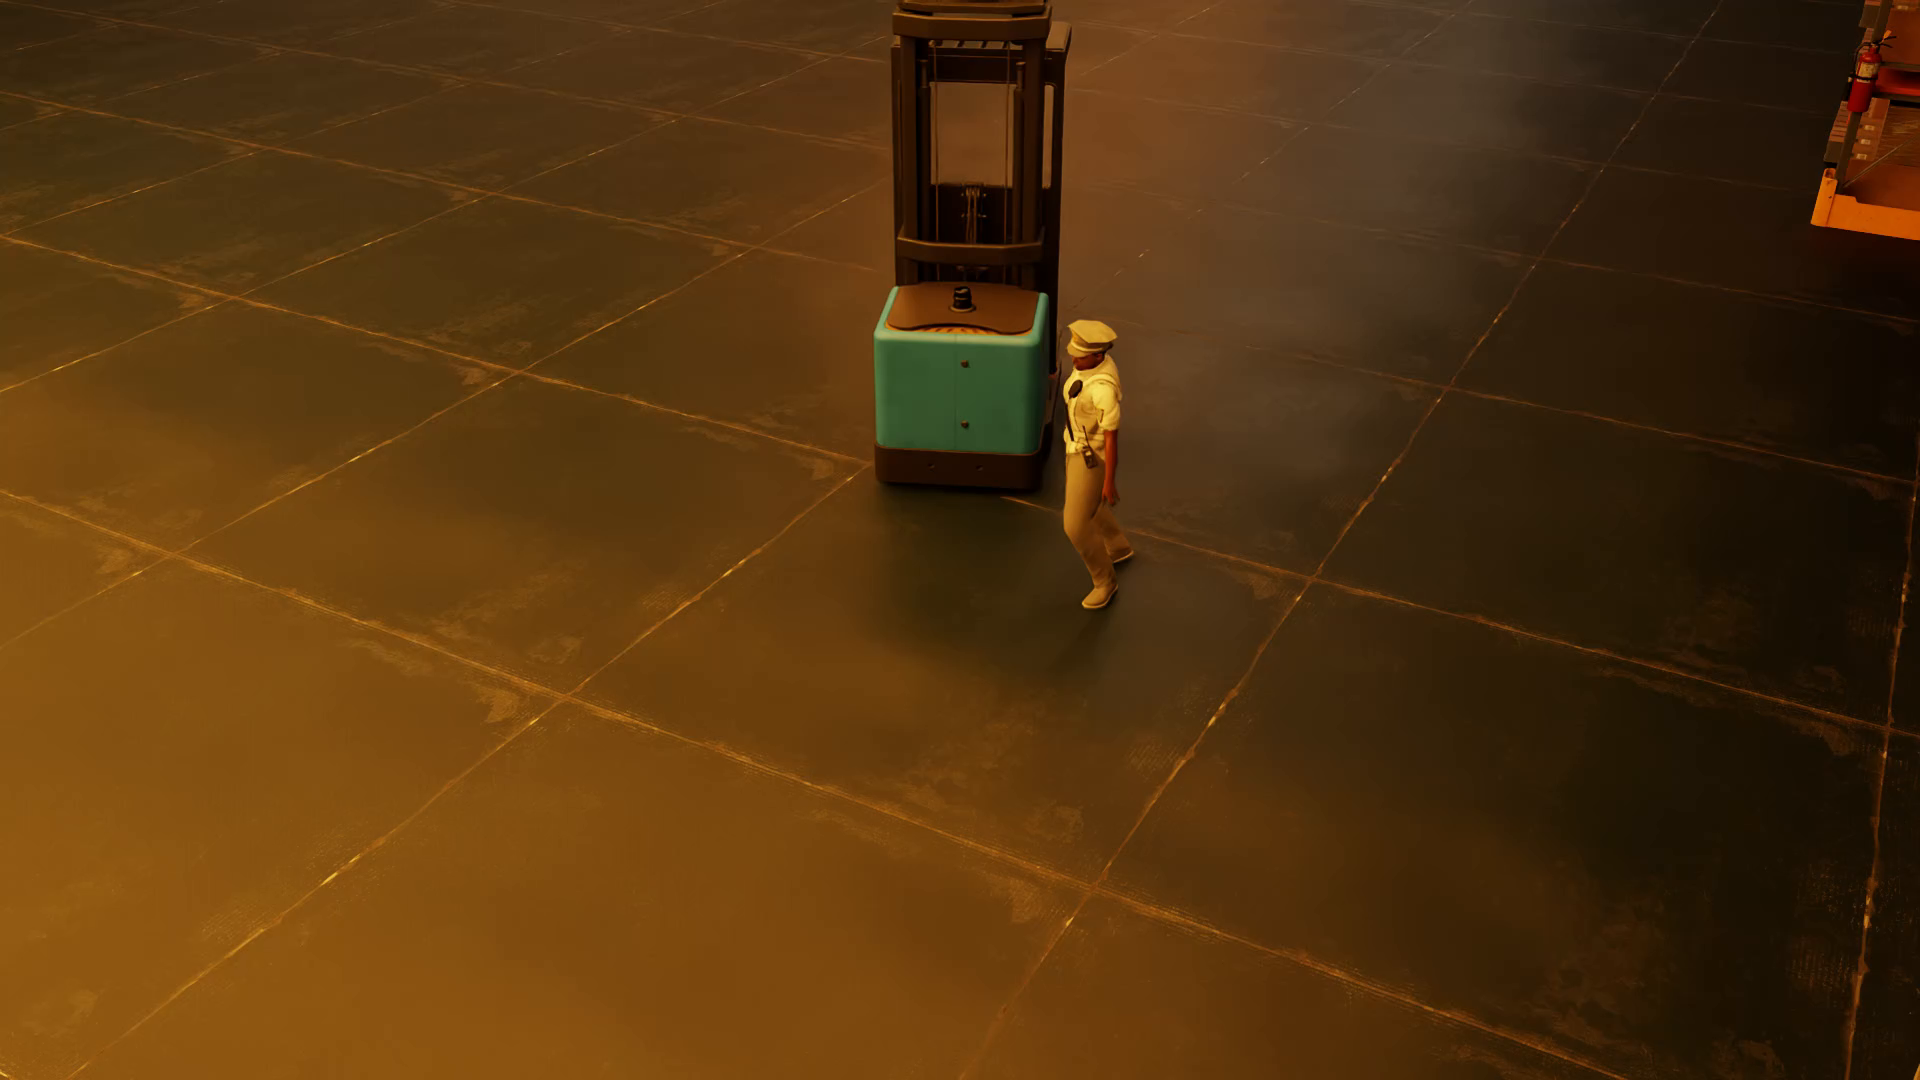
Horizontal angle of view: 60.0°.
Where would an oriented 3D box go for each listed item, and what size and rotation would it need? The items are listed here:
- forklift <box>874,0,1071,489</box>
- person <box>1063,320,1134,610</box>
[{"bbox_3d":[0.140,-2.301,11.057,1.130,2.935,3.031,3,30,6],"label":"forklift"},{"bbox_3d":[0.793,-0.477,9.290,0.464,1.640,0.818,-1,30,-1],"label":"person"}]
